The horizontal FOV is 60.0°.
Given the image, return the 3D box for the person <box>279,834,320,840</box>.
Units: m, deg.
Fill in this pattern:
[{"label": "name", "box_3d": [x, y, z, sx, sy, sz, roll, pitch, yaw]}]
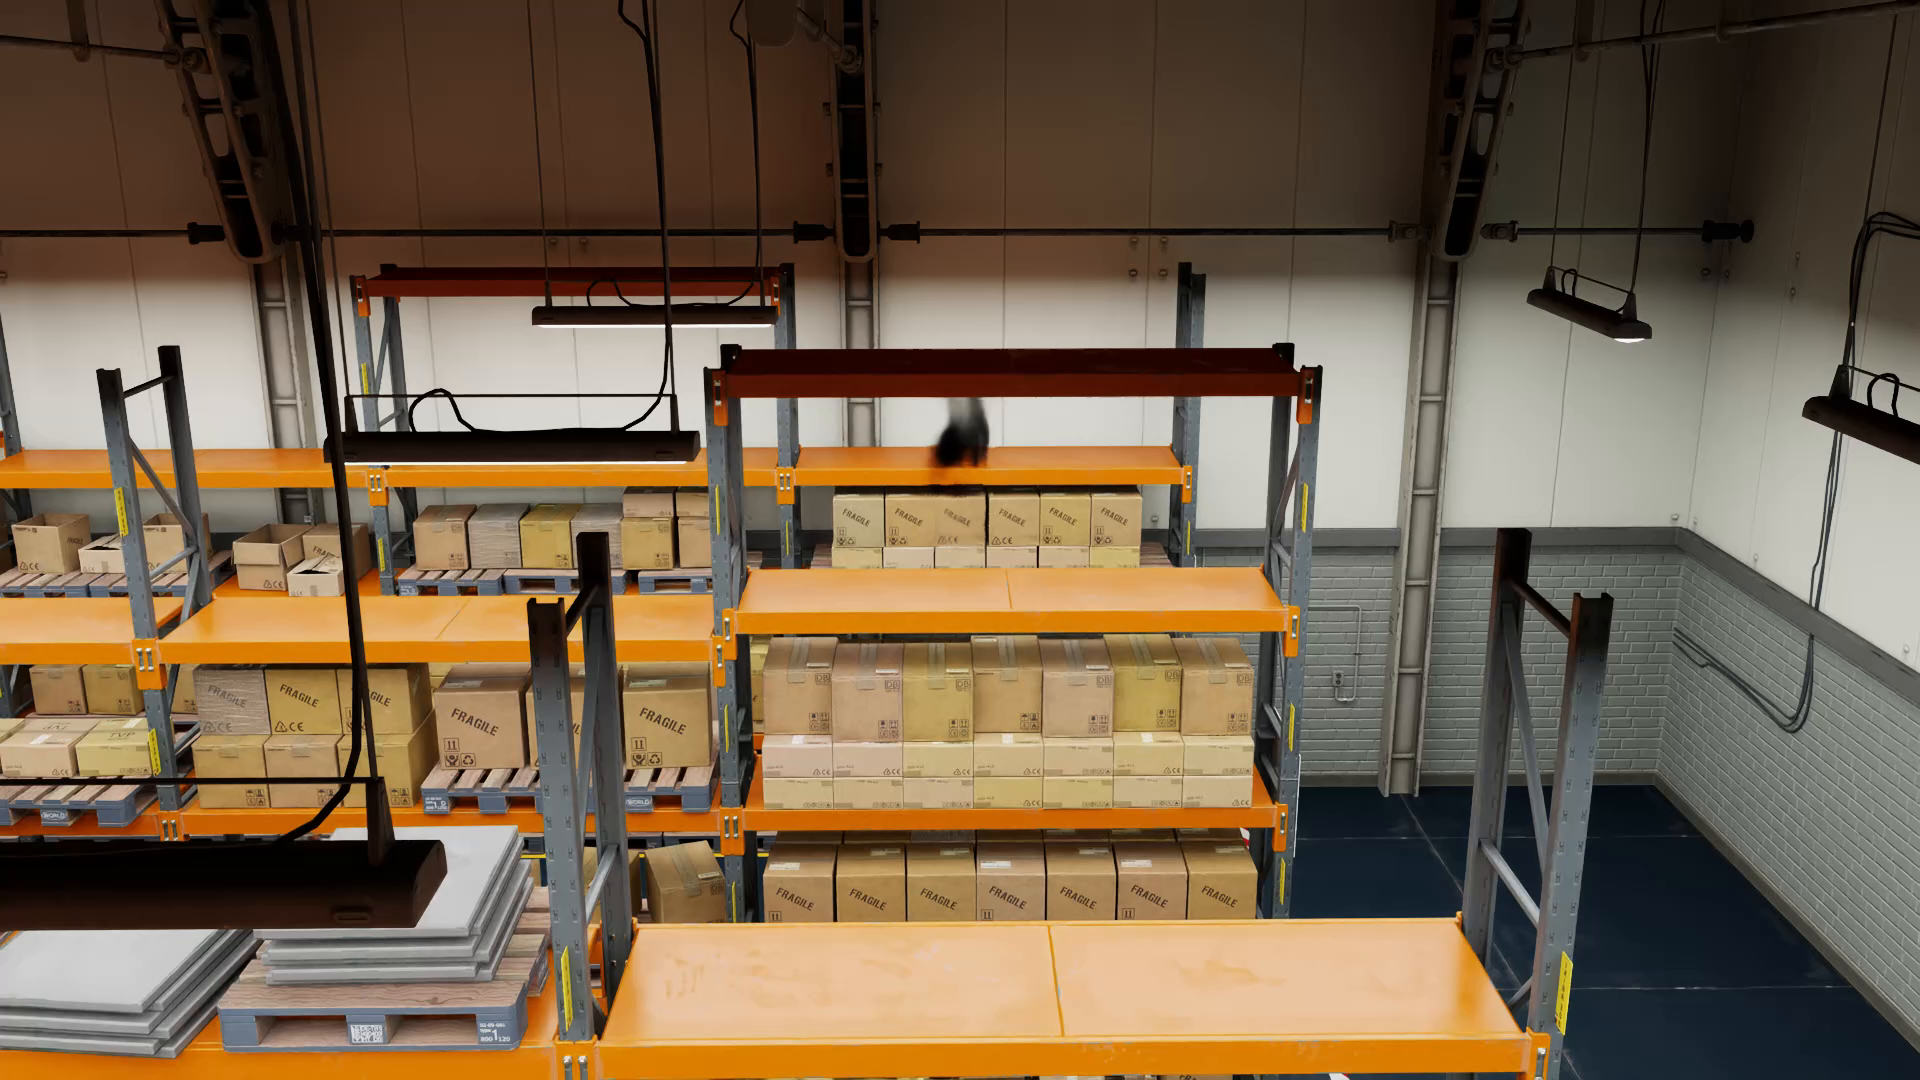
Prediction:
[{"label": "person", "box_3d": [-6.030, 3.010, 15.338, 0.693, 1.703, 0.487, -2, 16, -6]}]
